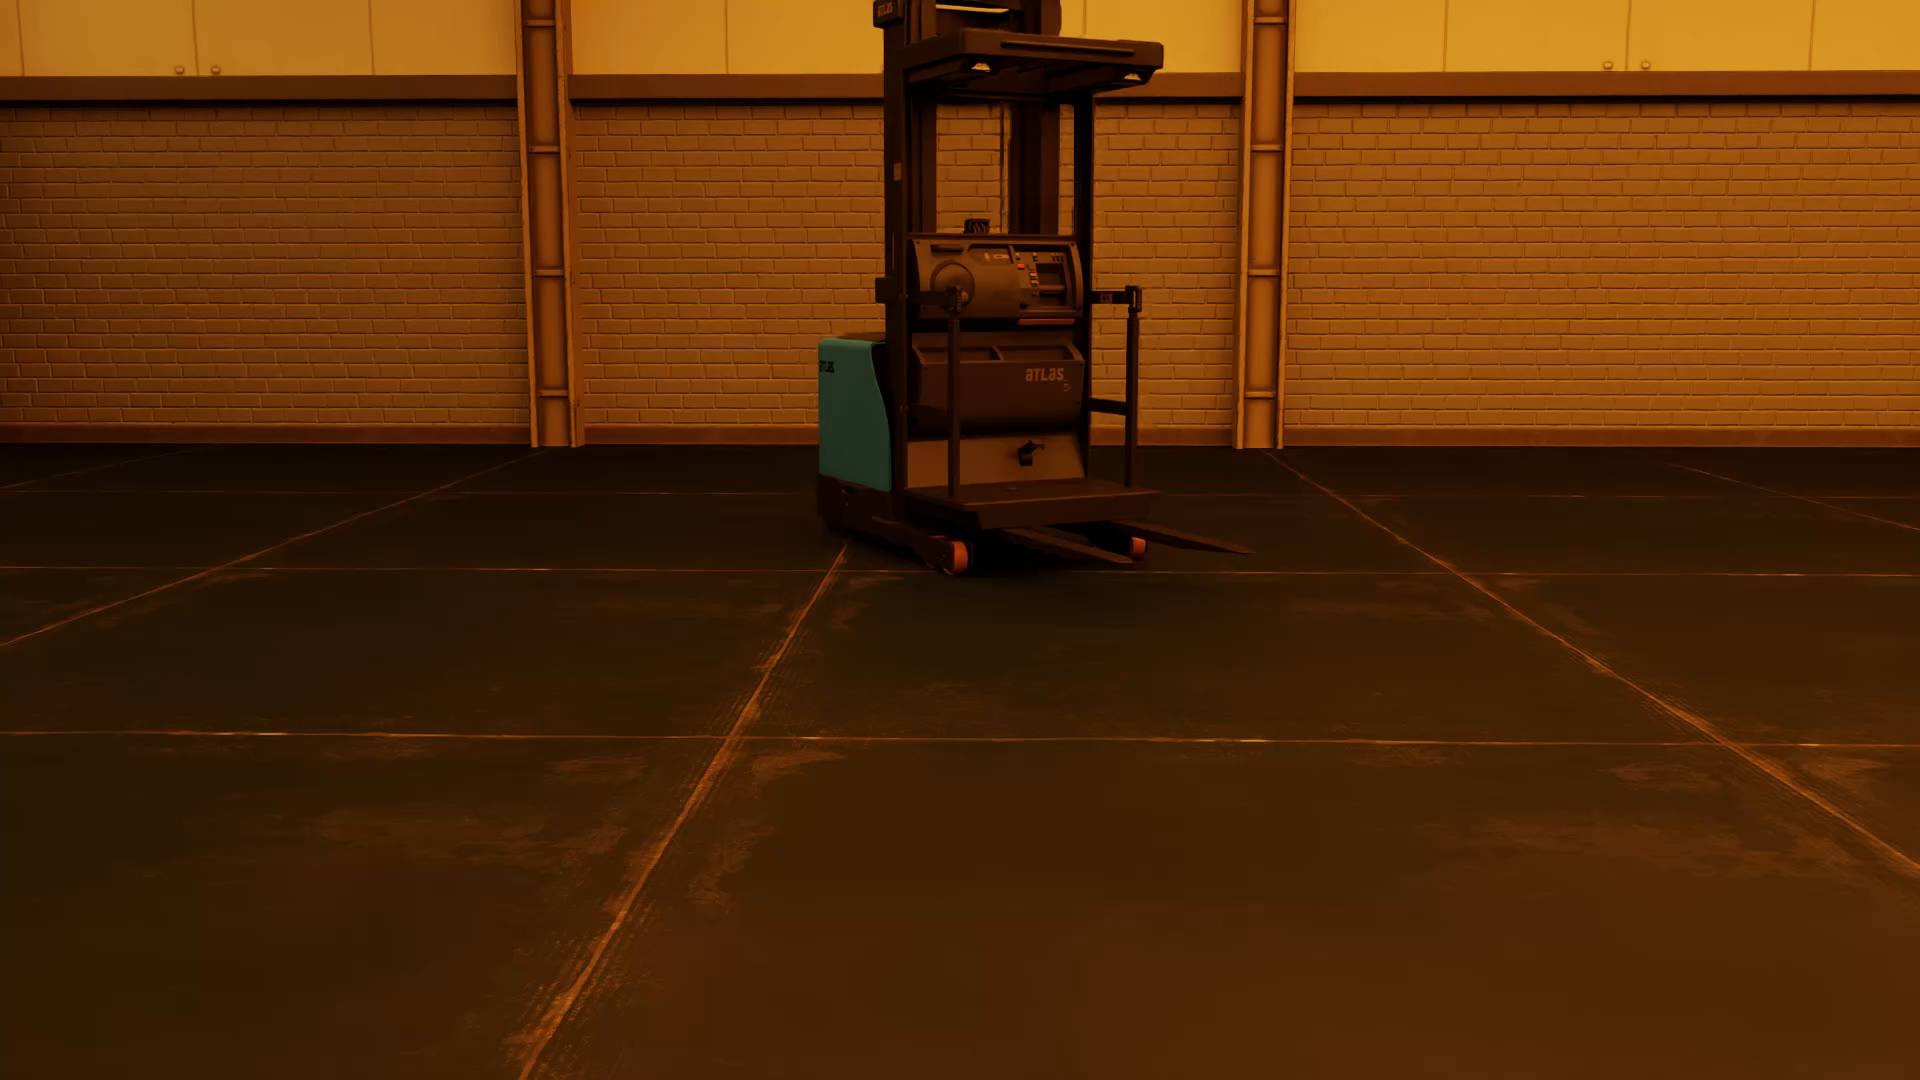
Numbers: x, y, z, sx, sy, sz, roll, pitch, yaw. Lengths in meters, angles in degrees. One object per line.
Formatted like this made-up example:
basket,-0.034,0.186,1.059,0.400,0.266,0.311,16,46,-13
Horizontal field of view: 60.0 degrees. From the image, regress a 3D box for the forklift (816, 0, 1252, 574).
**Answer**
forklift,0.294,-1.360,8.196,1.130,2.935,3.031,-4,10,-26
